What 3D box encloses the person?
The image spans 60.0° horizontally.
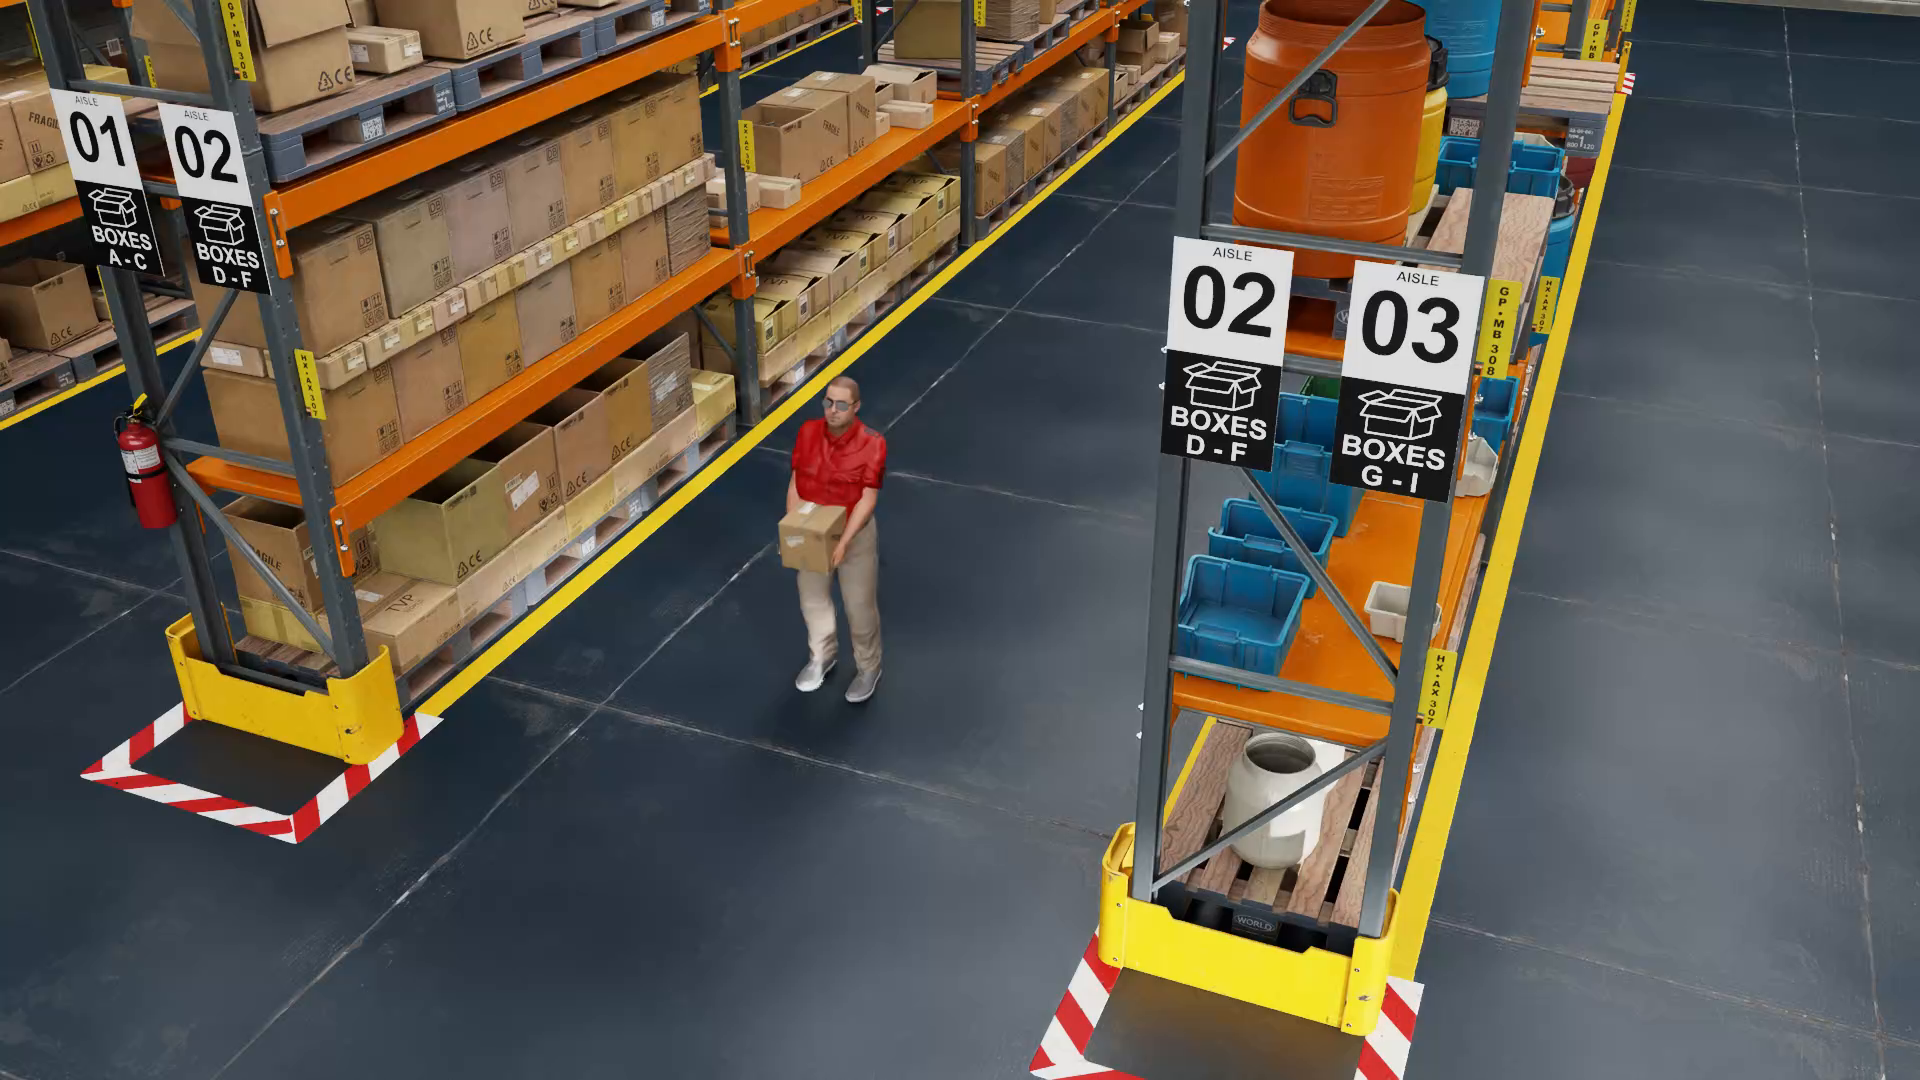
[{"bbox_3d":[-0.645,0.033,8.362,0.499,1.720,0.529,13,32,21],"label":"person"}]
